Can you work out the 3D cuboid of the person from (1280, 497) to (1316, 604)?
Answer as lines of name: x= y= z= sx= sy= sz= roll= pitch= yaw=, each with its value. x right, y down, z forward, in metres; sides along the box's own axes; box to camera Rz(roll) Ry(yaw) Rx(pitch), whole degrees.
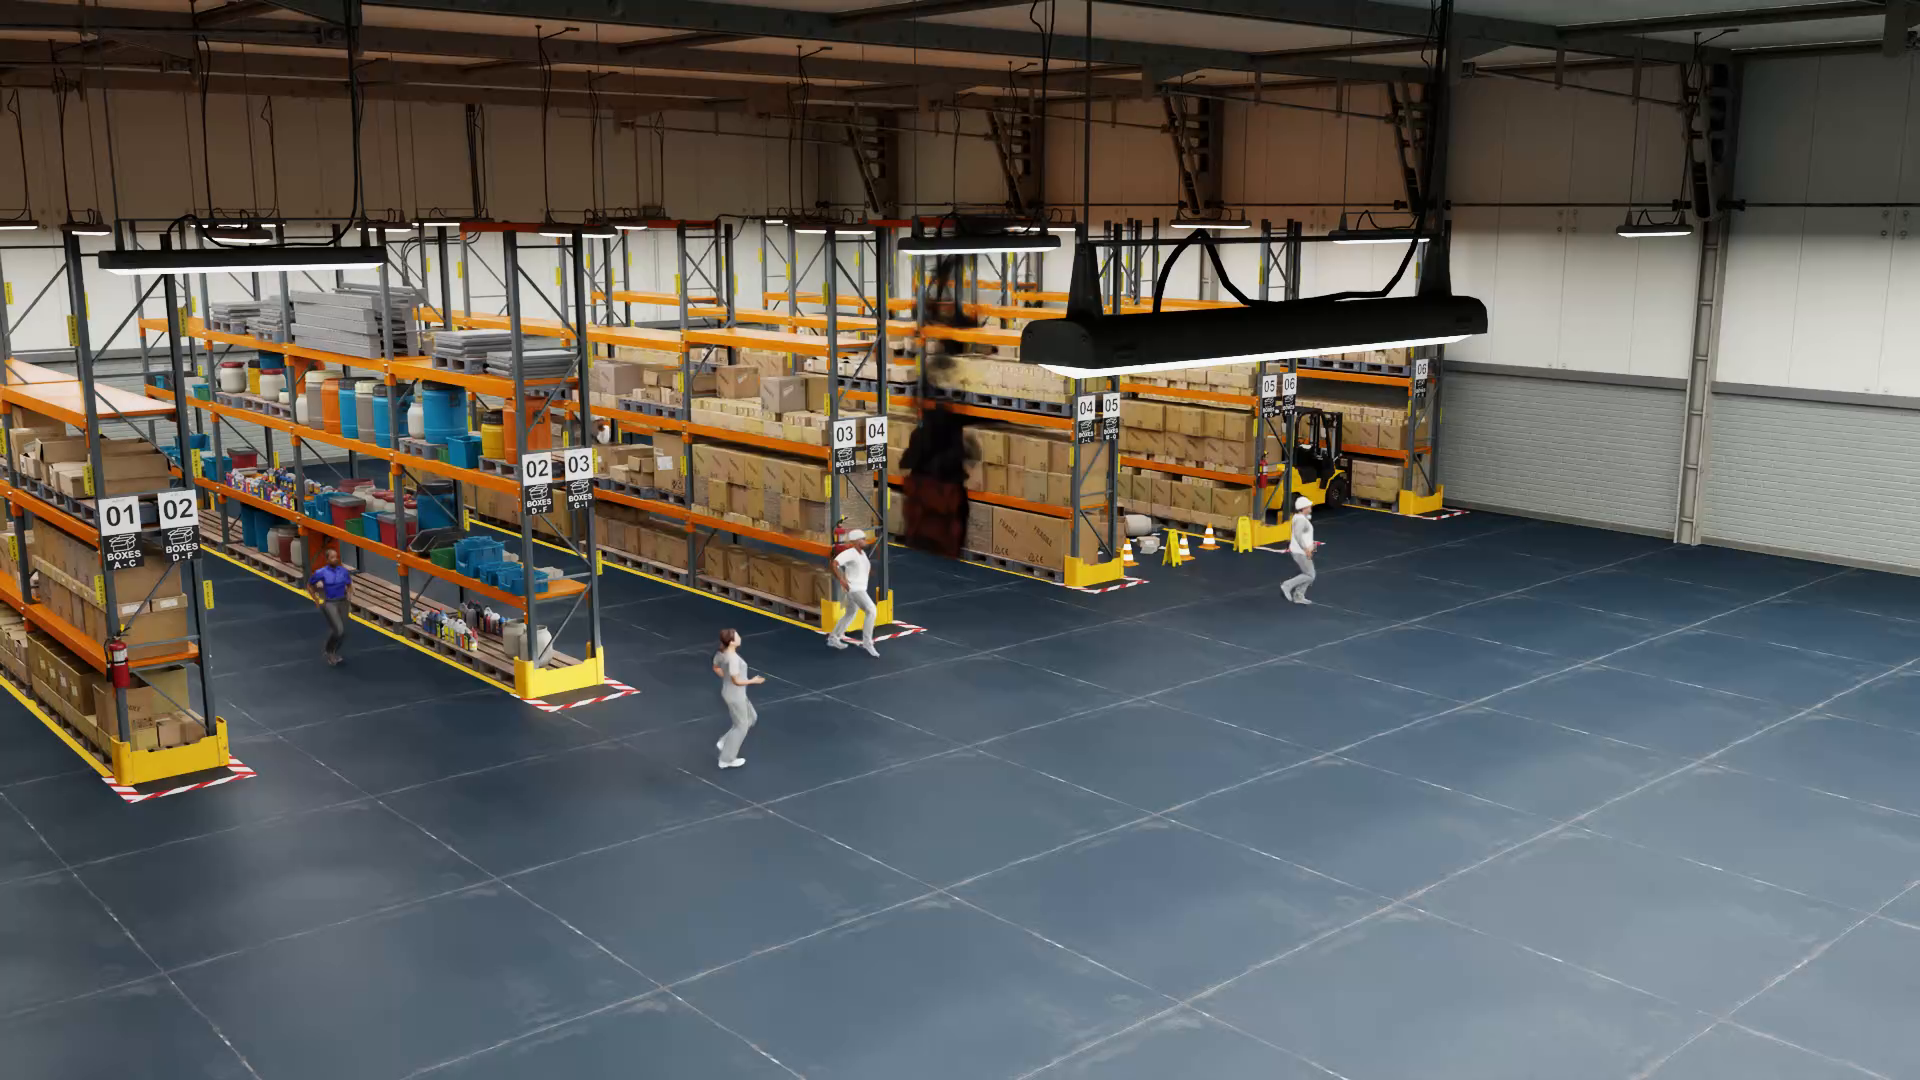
person: x=5.434 y=0.171 z=26.668 sx=0.579 sy=1.748 sz=0.679 roll=1 pitch=11 yaw=4

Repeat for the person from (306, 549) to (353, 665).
person: x=-8.657 y=0.935 z=23.064 sx=0.646 sy=1.626 sz=0.550 roll=9 pitch=15 yaw=39

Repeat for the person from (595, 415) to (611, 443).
person: x=-7.989 y=-1.926 z=37.026 sx=0.701 sy=1.759 sz=0.688 roll=-7 pitch=13 yaw=-30

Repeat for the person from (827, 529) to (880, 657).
person: x=-1.513 y=0.738 z=23.823 sx=0.782 sy=1.788 sz=0.706 roll=1 pitch=11 yaw=5

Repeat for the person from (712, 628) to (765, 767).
person: x=-2.504 y=1.775 z=18.909 sx=0.544 sy=1.623 sz=0.554 roll=-4 pitch=12 yaw=-20
